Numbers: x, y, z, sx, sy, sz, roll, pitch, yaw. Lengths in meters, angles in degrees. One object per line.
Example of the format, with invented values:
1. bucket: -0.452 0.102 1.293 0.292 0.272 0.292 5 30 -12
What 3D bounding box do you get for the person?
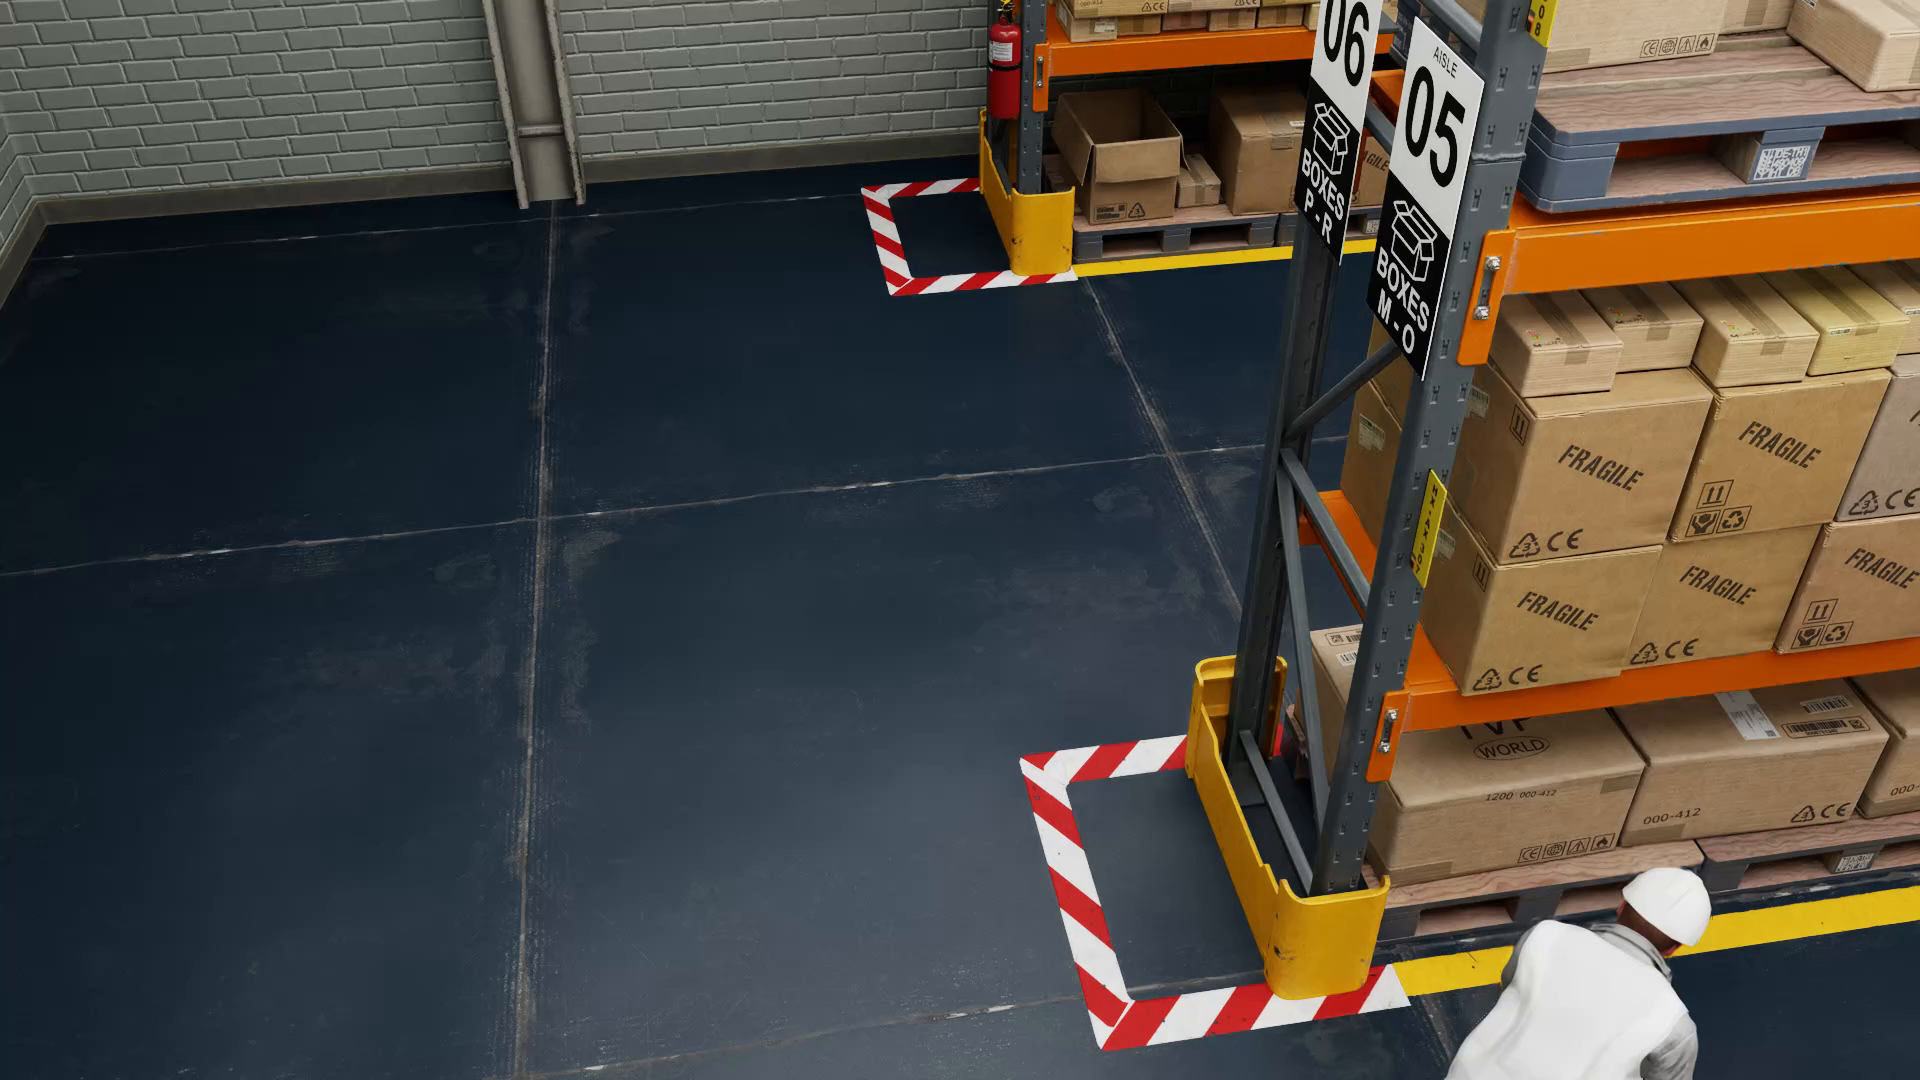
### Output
1. person: 1.653 1.507 4.615 0.824 1.299 0.585 -25 45 -28
